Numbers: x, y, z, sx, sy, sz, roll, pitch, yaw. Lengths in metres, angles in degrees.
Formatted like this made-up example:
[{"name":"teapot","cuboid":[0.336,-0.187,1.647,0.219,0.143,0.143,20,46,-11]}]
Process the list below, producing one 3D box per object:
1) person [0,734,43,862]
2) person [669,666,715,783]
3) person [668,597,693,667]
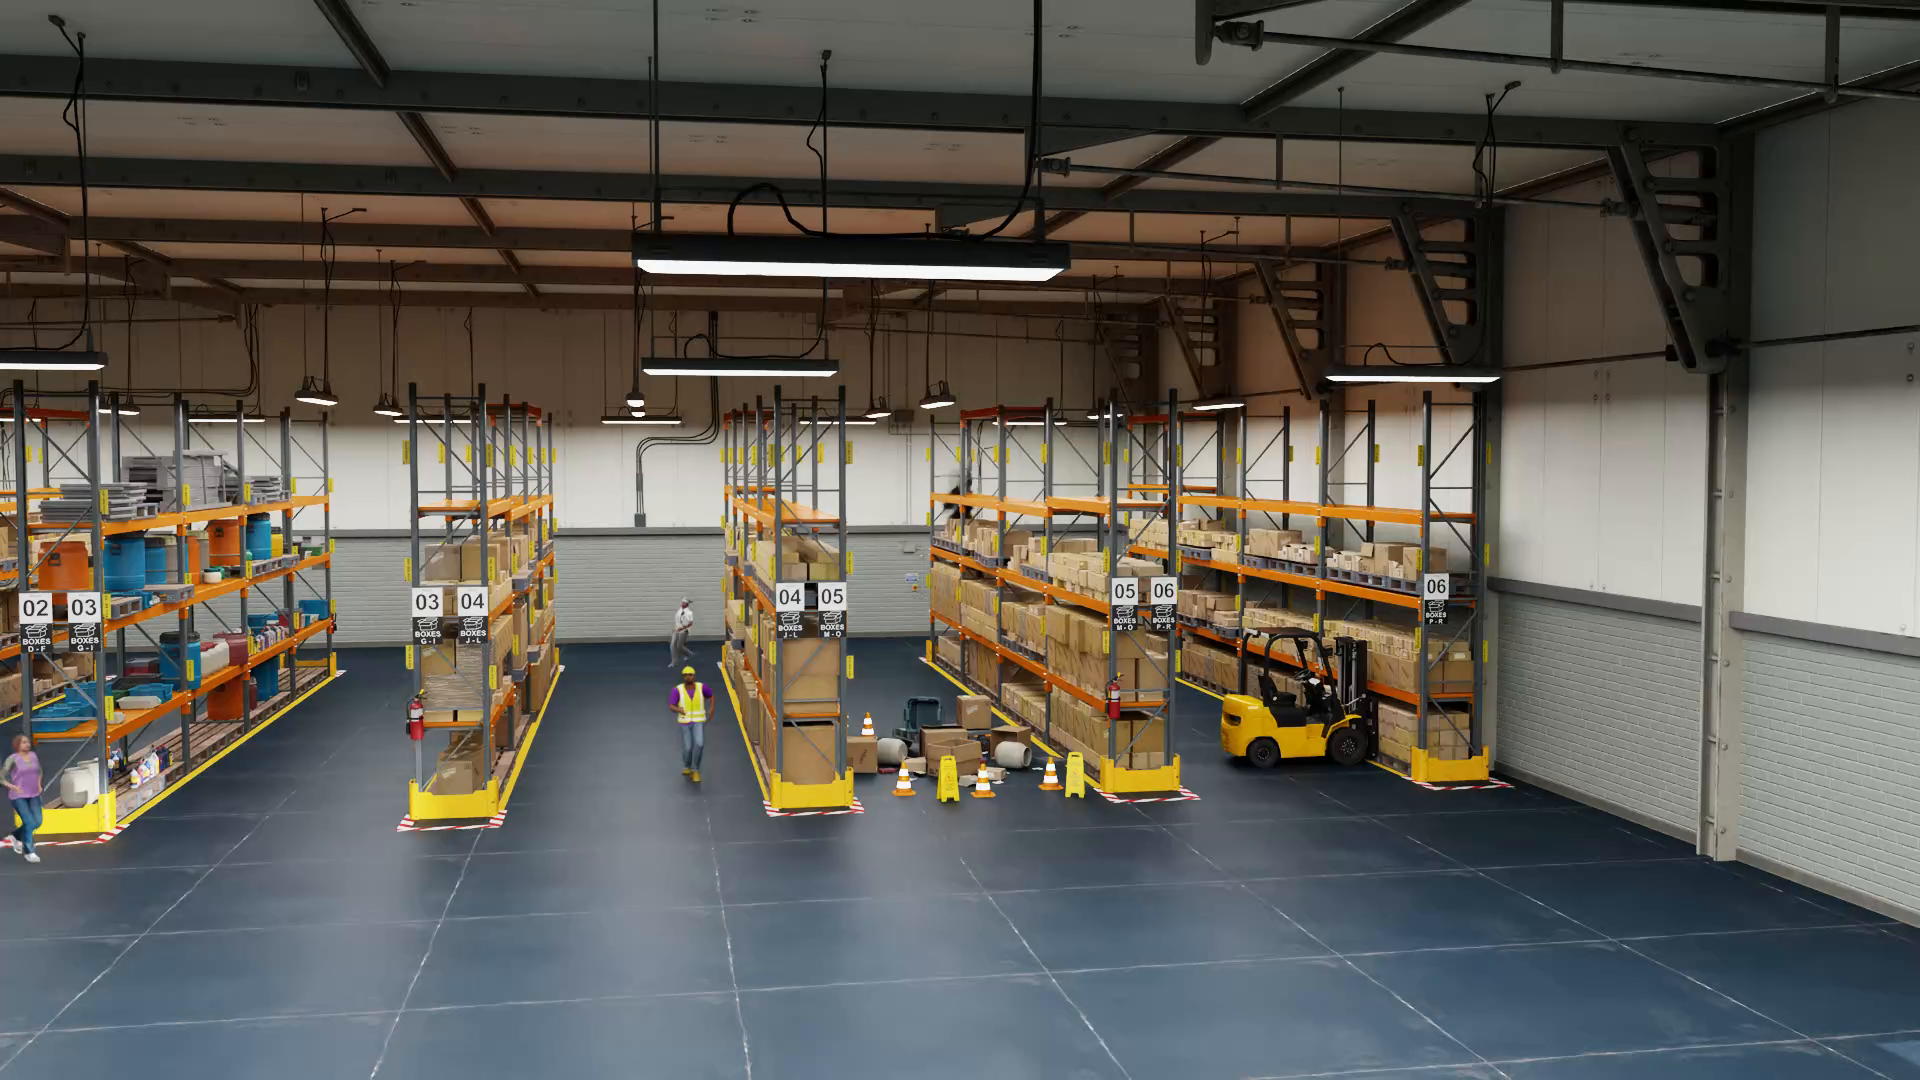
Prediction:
[{"name":"person","cuboid":[-11.620,3.195,20.606,0.547,1.582,0.558,1,3,24]},{"name":"person","cuboid":[-4.135,2.843,25.669,0.707,1.794,0.741,0,3,-10]},{"name":"person","cuboid":[-6.601,2.183,39.537,0.626,1.678,0.702,3,4,42]}]
